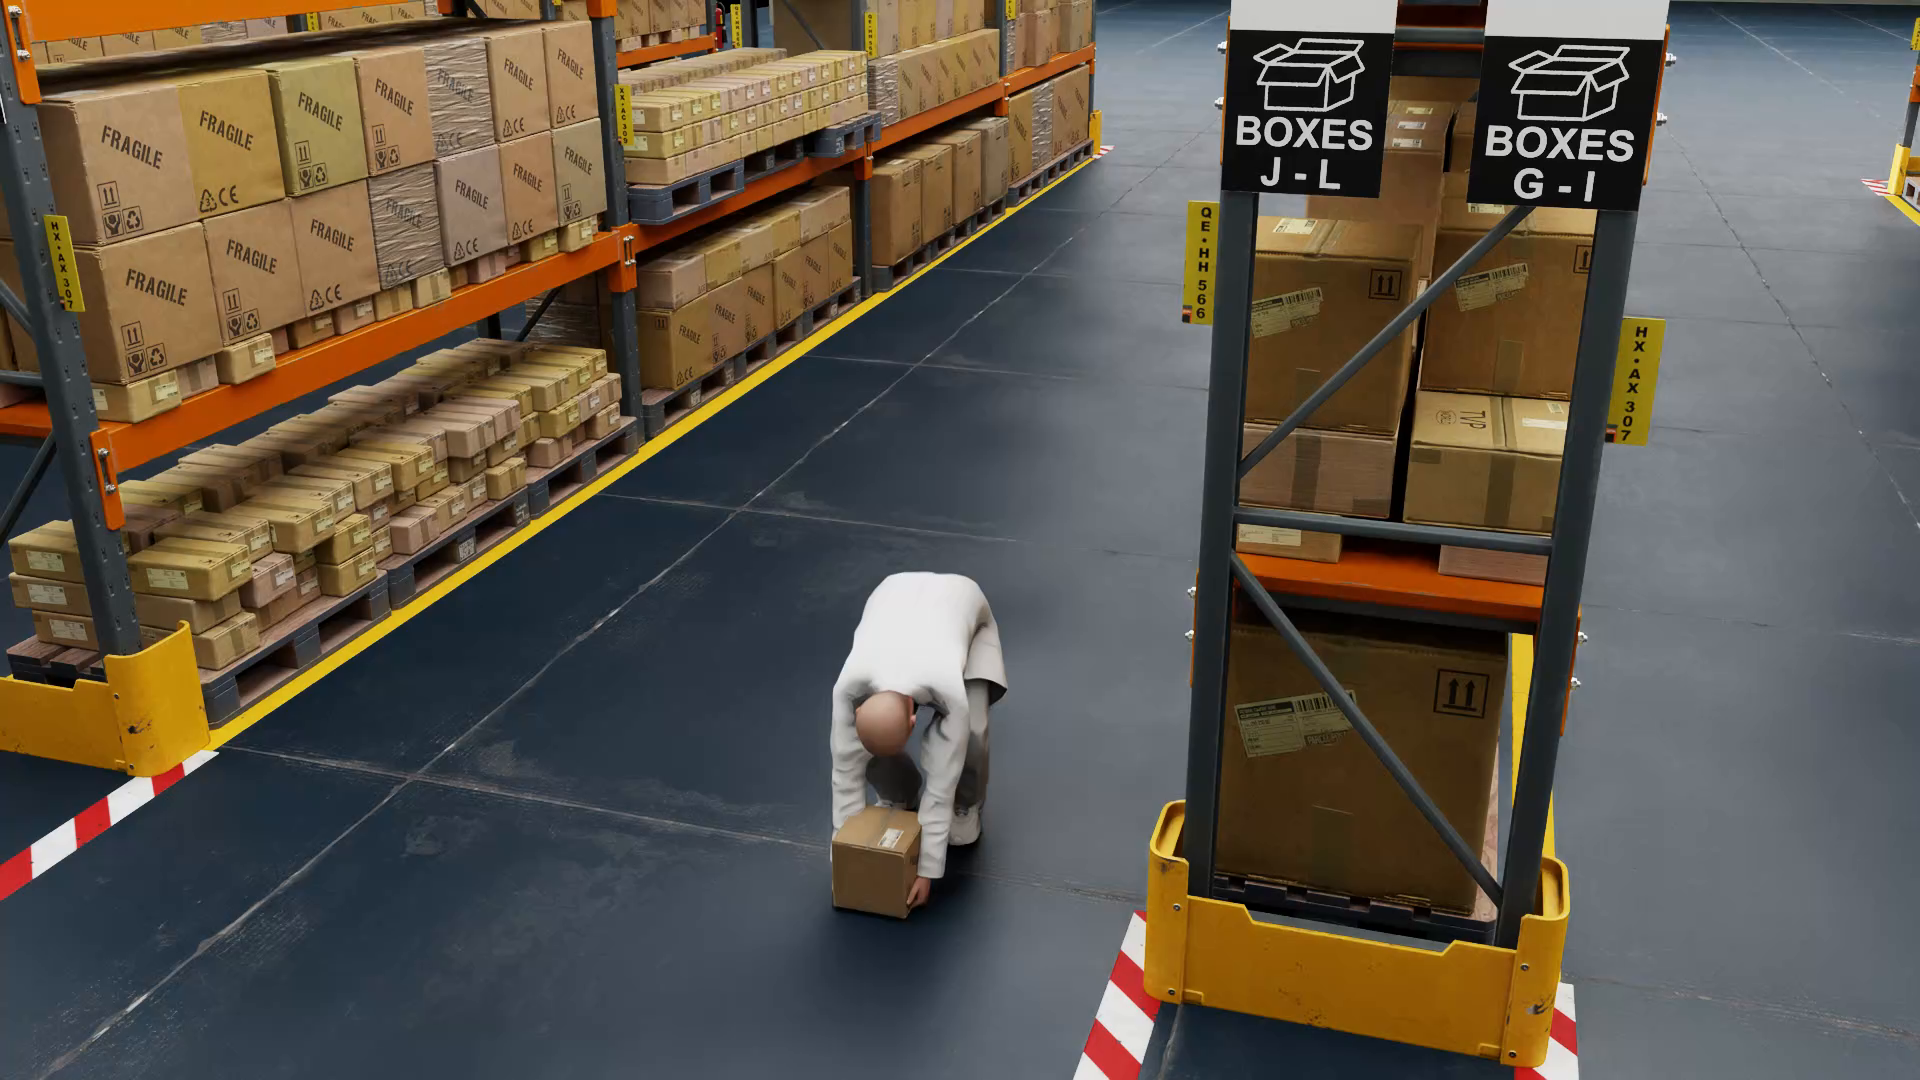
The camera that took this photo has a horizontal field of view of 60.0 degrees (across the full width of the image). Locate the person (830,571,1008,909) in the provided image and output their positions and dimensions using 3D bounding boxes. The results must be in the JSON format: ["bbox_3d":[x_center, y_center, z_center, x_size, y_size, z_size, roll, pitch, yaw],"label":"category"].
[{"bbox_3d":[-0.152,0.629,5.664,0.591,0.943,0.947,5,22,12],"label":"person"}]
